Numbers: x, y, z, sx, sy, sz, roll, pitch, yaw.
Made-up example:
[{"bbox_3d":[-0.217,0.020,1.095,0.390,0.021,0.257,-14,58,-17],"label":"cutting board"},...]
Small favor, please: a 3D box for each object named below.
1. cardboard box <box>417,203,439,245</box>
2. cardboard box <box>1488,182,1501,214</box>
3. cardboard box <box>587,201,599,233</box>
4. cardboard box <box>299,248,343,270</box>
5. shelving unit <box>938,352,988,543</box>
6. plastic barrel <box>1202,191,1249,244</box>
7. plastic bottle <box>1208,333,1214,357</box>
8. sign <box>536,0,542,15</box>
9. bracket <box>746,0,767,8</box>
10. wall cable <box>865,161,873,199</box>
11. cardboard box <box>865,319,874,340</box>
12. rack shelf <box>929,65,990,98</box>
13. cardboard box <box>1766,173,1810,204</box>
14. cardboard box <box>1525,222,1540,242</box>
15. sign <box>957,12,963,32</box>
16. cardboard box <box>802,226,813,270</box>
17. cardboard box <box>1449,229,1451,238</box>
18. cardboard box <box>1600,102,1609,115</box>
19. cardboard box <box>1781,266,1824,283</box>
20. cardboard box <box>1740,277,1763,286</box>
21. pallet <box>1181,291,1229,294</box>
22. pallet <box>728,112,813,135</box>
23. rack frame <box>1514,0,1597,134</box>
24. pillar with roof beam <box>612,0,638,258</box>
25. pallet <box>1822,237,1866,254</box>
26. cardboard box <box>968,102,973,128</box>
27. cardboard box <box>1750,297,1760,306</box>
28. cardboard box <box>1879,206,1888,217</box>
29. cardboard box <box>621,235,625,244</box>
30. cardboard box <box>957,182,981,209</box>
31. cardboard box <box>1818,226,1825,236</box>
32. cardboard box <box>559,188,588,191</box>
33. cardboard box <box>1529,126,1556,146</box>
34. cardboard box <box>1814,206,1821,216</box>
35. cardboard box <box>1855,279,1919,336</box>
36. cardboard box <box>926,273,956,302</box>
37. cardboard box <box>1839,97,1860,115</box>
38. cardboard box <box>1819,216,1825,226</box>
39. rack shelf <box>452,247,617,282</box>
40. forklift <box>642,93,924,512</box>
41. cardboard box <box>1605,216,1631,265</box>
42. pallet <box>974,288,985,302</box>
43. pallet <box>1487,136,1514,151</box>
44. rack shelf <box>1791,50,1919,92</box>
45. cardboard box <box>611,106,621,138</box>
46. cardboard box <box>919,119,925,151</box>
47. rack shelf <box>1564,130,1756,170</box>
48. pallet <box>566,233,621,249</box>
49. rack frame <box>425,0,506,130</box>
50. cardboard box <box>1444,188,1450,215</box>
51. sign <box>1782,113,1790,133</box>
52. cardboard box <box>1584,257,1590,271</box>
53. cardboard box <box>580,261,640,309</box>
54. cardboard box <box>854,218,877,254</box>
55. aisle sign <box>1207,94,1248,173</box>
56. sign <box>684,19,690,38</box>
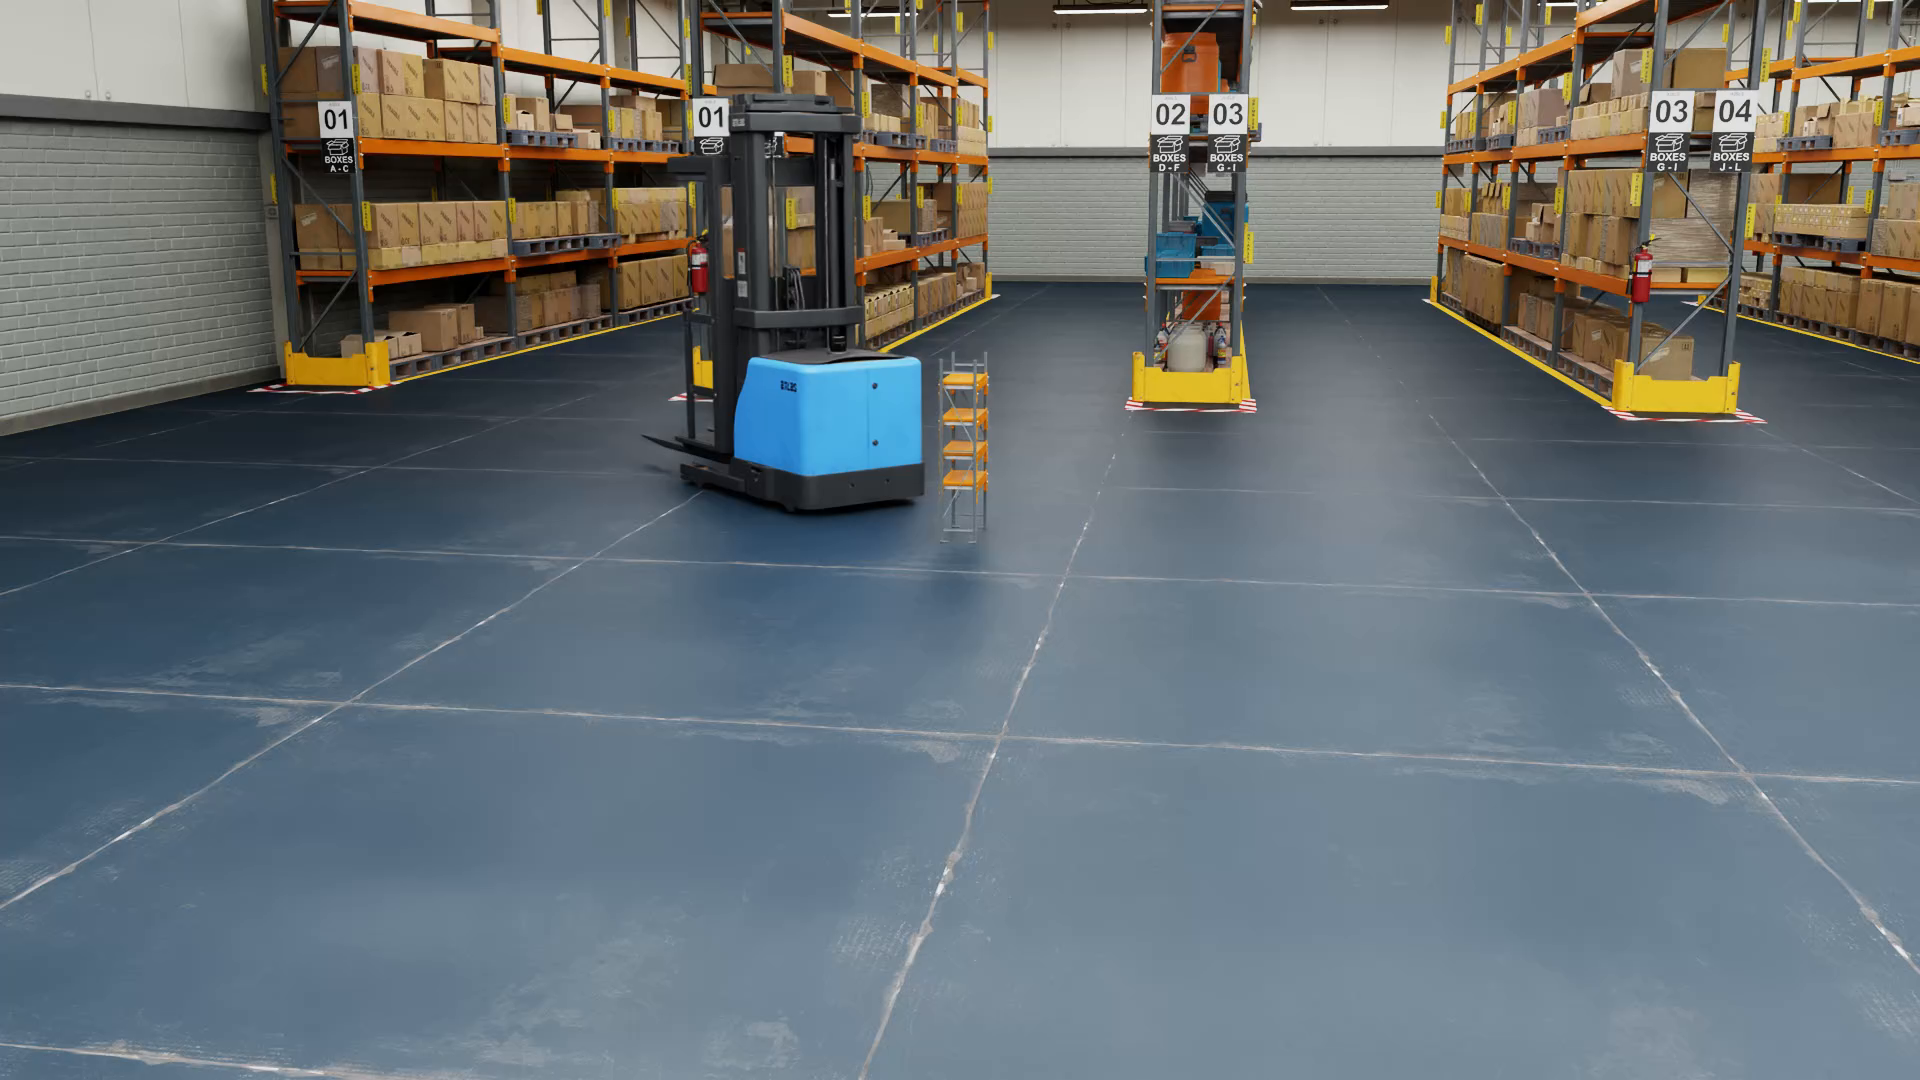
[{"bbox_3d":[-6.754,-3.885,20.430,0.500,0.500,0.500,1,12,7],"label":"cardboard box"},{"bbox_3d":[9.026,-5.563,27.067,0.797,0.503,0.637,2,12,9],"label":"cardboard box"},{"bbox_3d":[-6.128,-5.114,26.321,0.700,0.500,0.500,0,12,2],"label":"cardboard box"},{"bbox_3d":[-7.416,-3.323,19.600,0.500,0.250,0.500,2,12,9],"label":"cardboard box"},{"bbox_3d":[0.025,-0.621,11.027,0.258,1.200,0.503,2,12,9],"label":"shelving unit"},{"bbox_3d":[3.467,-4.110,21.755,0.600,0.901,0.708,2,12,9],"label":"plastic barrel"},{"bbox_3d":[3.081,-2.401,20.416,0.061,0.283,0.133,2,12,9],"label":"plastic bottle"},{"bbox_3d":[-6.615,-8.432,26.166,0.100,0.325,0.005,2,12,9],"label":"sign"},{"bbox_3d":[-4.587,-12.341,38.354,0.076,0.066,3.189,2,12,9],"label":"bracket"},{"bbox_3d":[-3.612,-9.194,39.665,3.097,2.526,0.112,2,12,9],"label":"wall cable"},{"bbox_3d":[-1.479,-2.893,22.826,0.500,0.250,0.500,2,12,7],"label":"cardboard box"},{"bbox_3d":[-0.248,-8.617,31.332,1.077,0.370,4.000,2,12,9],"label":"rack shelf"},{"bbox_3d":[13.923,-5.907,27.967,0.500,0.500,0.500,1,12,7],"label":"cardboard box"},{"bbox_3d":[8.132,-4.257,22.986,0.500,0.250,0.500,2,12,7],"label":"cardboard box"},{"bbox_3d":[-0.006,-9.071,29.131,0.100,0.325,0.005,2,12,9],"label":"sign"},{"bbox_3d":[-2.158,-3.481,19.790,0.700,0.500,0.500,2,12,9],"label":"cardboard box"},{"bbox_3d":[9.272,-5.678,30.817,0.380,0.149,0.250,2,12,8],"label":"cardboard box"},{"bbox_3d":[7.484,-4.891,18.860,0.380,0.149,0.250,2,12,8],"label":"cardboard box"},{"bbox_3d":[13.743,-4.322,27.086,0.500,0.250,0.500,1,12,6],"label":"cardboard box"},{"bbox_3d":[14.044,-4.576,29.467,0.380,0.149,0.250,1,12,7],"label":"cardboard box"},{"bbox_3d":[4.789,-4.759,32.574,1.003,0.211,1.213,2,12,9],"label":"pallet"},{"bbox_3d":[-2.266,-4.693,18.737,1.003,0.211,1.213,2,12,9],"label":"pallet"},{"bbox_3d":[8.617,-7.399,23.967,1.000,3.000,0.127,2,12,9],"label":"rack frame"},{"bbox_3d":[-1.944,-8.748,30.224,9.100,9.000,0.400,2,12,9],"label":"pillar with roof beam"},{"bbox_3d":[13.507,-4.343,24.480,1.213,0.211,1.003,2,12,9],"label":"pallet"},{"bbox_3d":[-0.135,-8.141,31.920,0.700,0.500,0.500,2,12,9],"label":"cardboard box"},{"bbox_3d":[13.941,-4.130,28.809,0.380,0.149,0.250,1,12,7],"label":"cardboard box"},{"bbox_3d":[13.846,-4.855,24.589,0.380,0.149,0.250,2,12,8],"label":"cardboard box"},{"bbox_3d":[-5.739,-4.948,27.383,0.380,0.149,0.250,2,12,9],"label":"cardboard box"},{"bbox_3d":[0.111,-6.677,32.243,0.500,0.500,0.500,2,12,10],"label":"cardboard box"},{"bbox_3d":[13.285,-4.698,25.272,0.380,0.149,0.250,1,12,6],"label":"cardboard box"},{"bbox_3d":[-6.252,-5.622,27.187,0.500,0.250,0.500,2,12,10],"label":"cardboard box"},{"bbox_3d":[8.145,-5.556,22.889,0.500,0.250,0.500,2,12,10],"label":"cardboard box"},{"bbox_3d":[13.326,-5.044,25.466,0.380,0.149,0.250,2,12,11],"label":"cardboard box"},{"bbox_3d":[13.320,-3.267,23.374,1.050,0.750,0.750,2,12,8],"label":"cardboard box"},{"bbox_3d":[-0.348,-4.502,29.653,0.500,0.500,0.500,2,12,8],"label":"cardboard box"},{"bbox_3d":[13.486,-6.535,25.024,0.396,0.266,0.258,2,12,9],"label":"cardboard box"},{"bbox_3d":[13.286,-4.845,25.247,0.380,0.149,0.250,2,12,8],"label":"cardboard box"},{"bbox_3d":[-6.373,-4.180,24.977,1.077,0.370,4.000,2,12,9],"label":"rack shelf"},{"bbox_3d":[-1.532,-1.888,12.795,1.130,2.935,3.031,-9,15,-35],"label":"forklift"},{"bbox_3d":[7.457,-3.217,17.858,0.875,0.500,0.500,2,12,9],"label":"cardboard box"},{"bbox_3d":[-0.073,-4.909,33.270,1.003,0.211,1.213,2,12,9],"label":"pallet"},{"bbox_3d":[8.833,-6.209,26.014,1.003,0.211,1.213,2,12,11],"label":"pallet"},{"bbox_3d":[13.810,-7.087,25.174,1.077,0.370,4.000,2,12,9],"label":"rack shelf"},{"bbox_3d":[-6.018,-6.893,27.457,0.700,0.500,0.500,1,12,6],"label":"cardboard box"},{"bbox_3d":[-1.058,-6.502,26.685,0.910,0.500,0.500,2,12,9],"label":"cardboard box"},{"bbox_3d":[7.695,-4.332,18.563,1.077,0.370,4.000,2,12,9],"label":"rack shelf"},{"bbox_3d":[-6.070,-4.703,26.149,1.213,0.211,1.003,2,12,9],"label":"pallet"},{"bbox_3d":[-6.681,-7.048,22.338,1.000,3.000,0.127,2,12,9],"label":"rack frame"},{"bbox_3d":[9.430,-6.375,31.326,0.500,0.500,0.500,2,12,7],"label":"cardboard box"},{"bbox_3d":[13.581,-6.853,27.323,0.100,0.325,0.005,2,12,9],"label":"sign"},{"bbox_3d":[7.504,-3.215,19.388,0.380,0.149,0.250,2,12,9],"label":"cardboard box"},{"bbox_3d":[-5.823,-4.251,27.706,0.750,0.750,0.750,2,12,8],"label":"cardboard box"},{"bbox_3d":[-1.493,-4.378,23.950,0.500,0.500,0.500,2,12,9],"label":"cardboard box"},{"bbox_3d":[2.771,-4.208,17.229,0.394,0.787,0.004,2,12,9],"label":"aisle sign"},{"bbox_3d":[-4.913,-9.194,29.888,0.100,0.325,0.005,2,12,9],"label":"sign"}]
